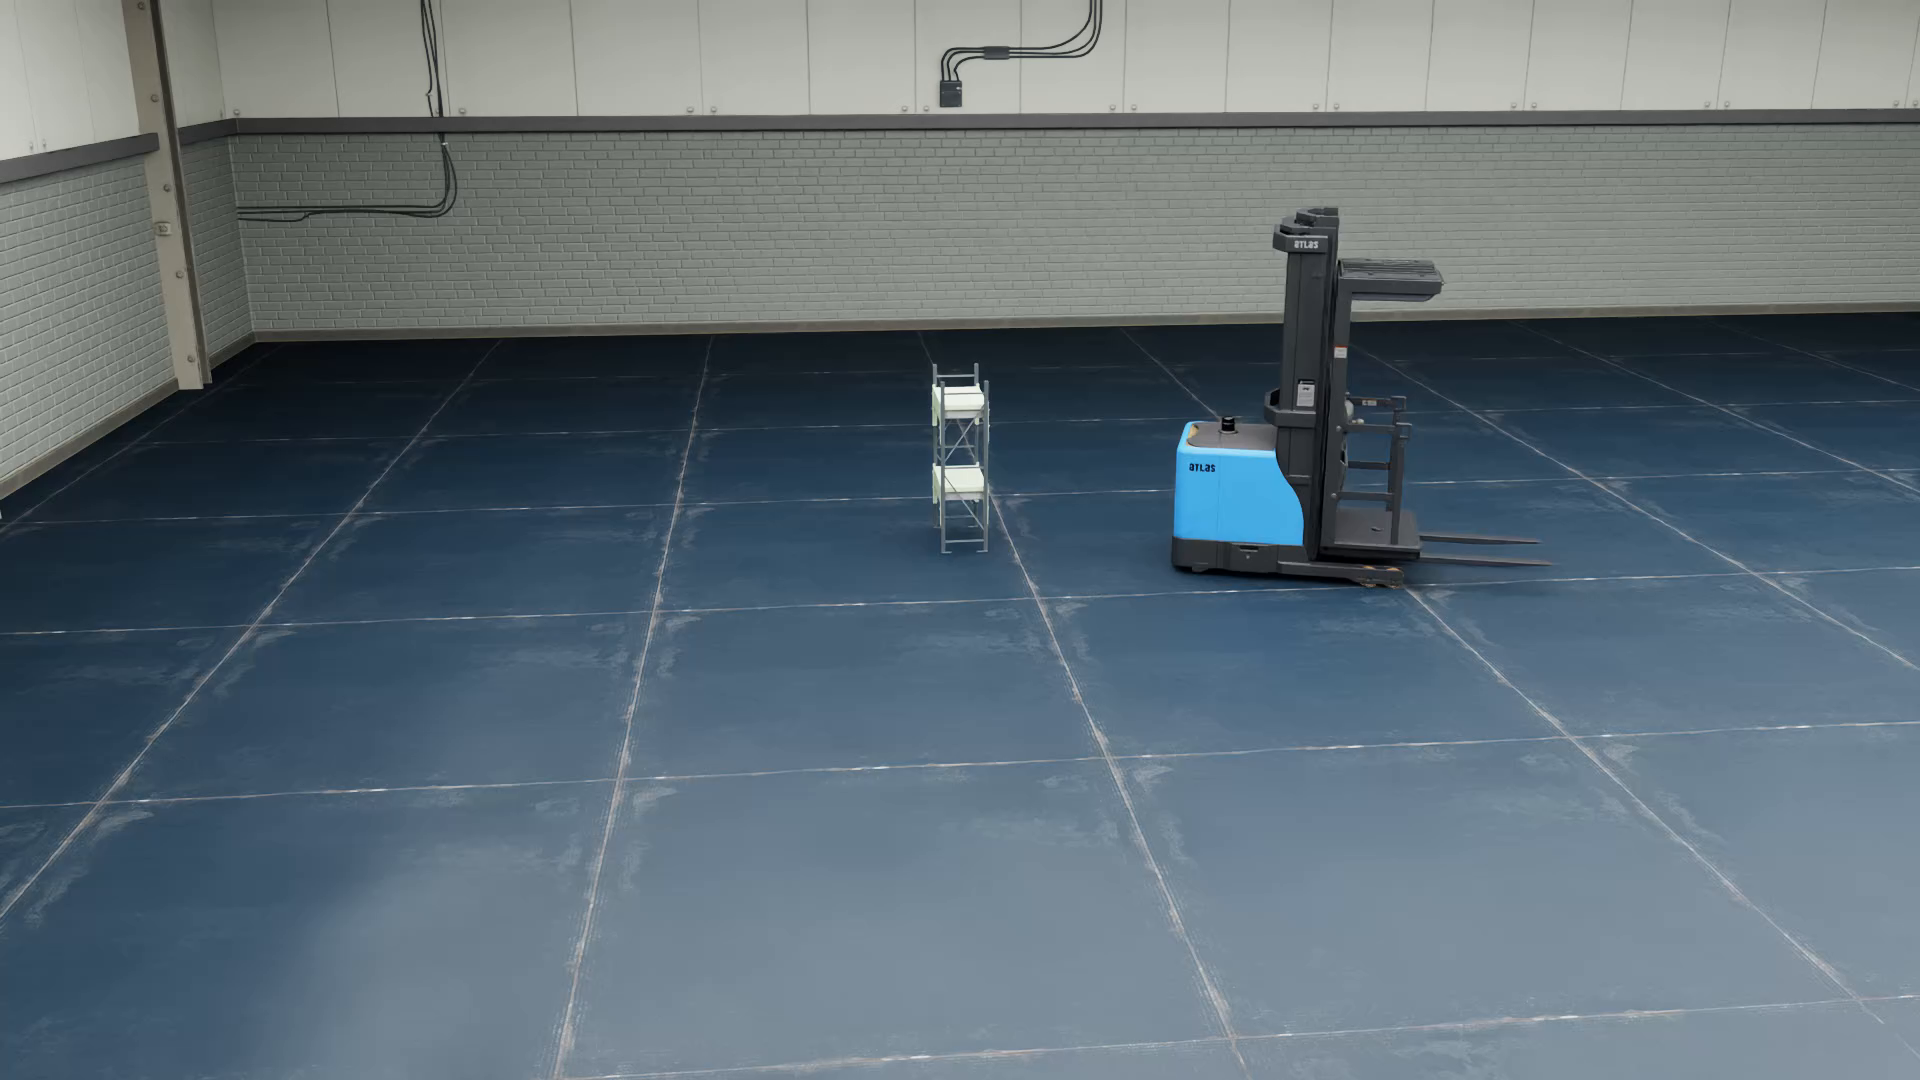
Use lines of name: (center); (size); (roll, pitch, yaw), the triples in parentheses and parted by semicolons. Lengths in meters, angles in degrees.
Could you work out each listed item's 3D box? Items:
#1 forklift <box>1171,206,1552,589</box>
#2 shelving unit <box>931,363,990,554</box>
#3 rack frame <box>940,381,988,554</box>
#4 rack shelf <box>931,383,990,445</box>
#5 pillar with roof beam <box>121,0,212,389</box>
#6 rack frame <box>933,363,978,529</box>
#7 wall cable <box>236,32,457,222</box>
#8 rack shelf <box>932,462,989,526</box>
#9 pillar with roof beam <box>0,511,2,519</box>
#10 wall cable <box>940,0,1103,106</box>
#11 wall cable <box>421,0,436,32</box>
forklift: (3.326, -1.179, 13.540); (3.031, 2.935, 1.130); (4, 18, 11)
shelving unit: (-0.001, -0.718, 14.459); (0.431, 1.500, 0.755); (-2, 18, -6)
rack frame: (0.037, -0.609, 14.111); (0.400, 1.500, 0.023); (-2, 18, -6)
rack shelf: (-0.001, -1.090, 14.342); (0.431, 0.370, 0.720); (-2, 18, -6)
pillar with roof beam: (-5.306, -6.357, 19.902); (9.100, 9.000, 0.400); (-2, 18, -6)
rack frame: (-0.038, -0.827, 14.806); (0.400, 1.500, 0.023); (-2, 18, -6)
wall cable: (-8.576, -5.661, 22.870); (3.097, 2.526, 0.112); (-2, 18, -6)
rack shelf: (-0.001, -0.407, 14.556); (0.431, 0.370, 0.720); (-2, 18, -6)
pillar with roof beam: (-4.687, -4.569, 14.208); (9.100, 9.000, 0.400); (-2, 18, -6)
wall cable: (0.868, -9.054, 22.814); (2.305, 6.003, 0.169); (-2, 18, -6)
wall cable: (-5.885, -8.154, 22.379); (3.097, 2.526, 0.112); (-2, 18, -6)
